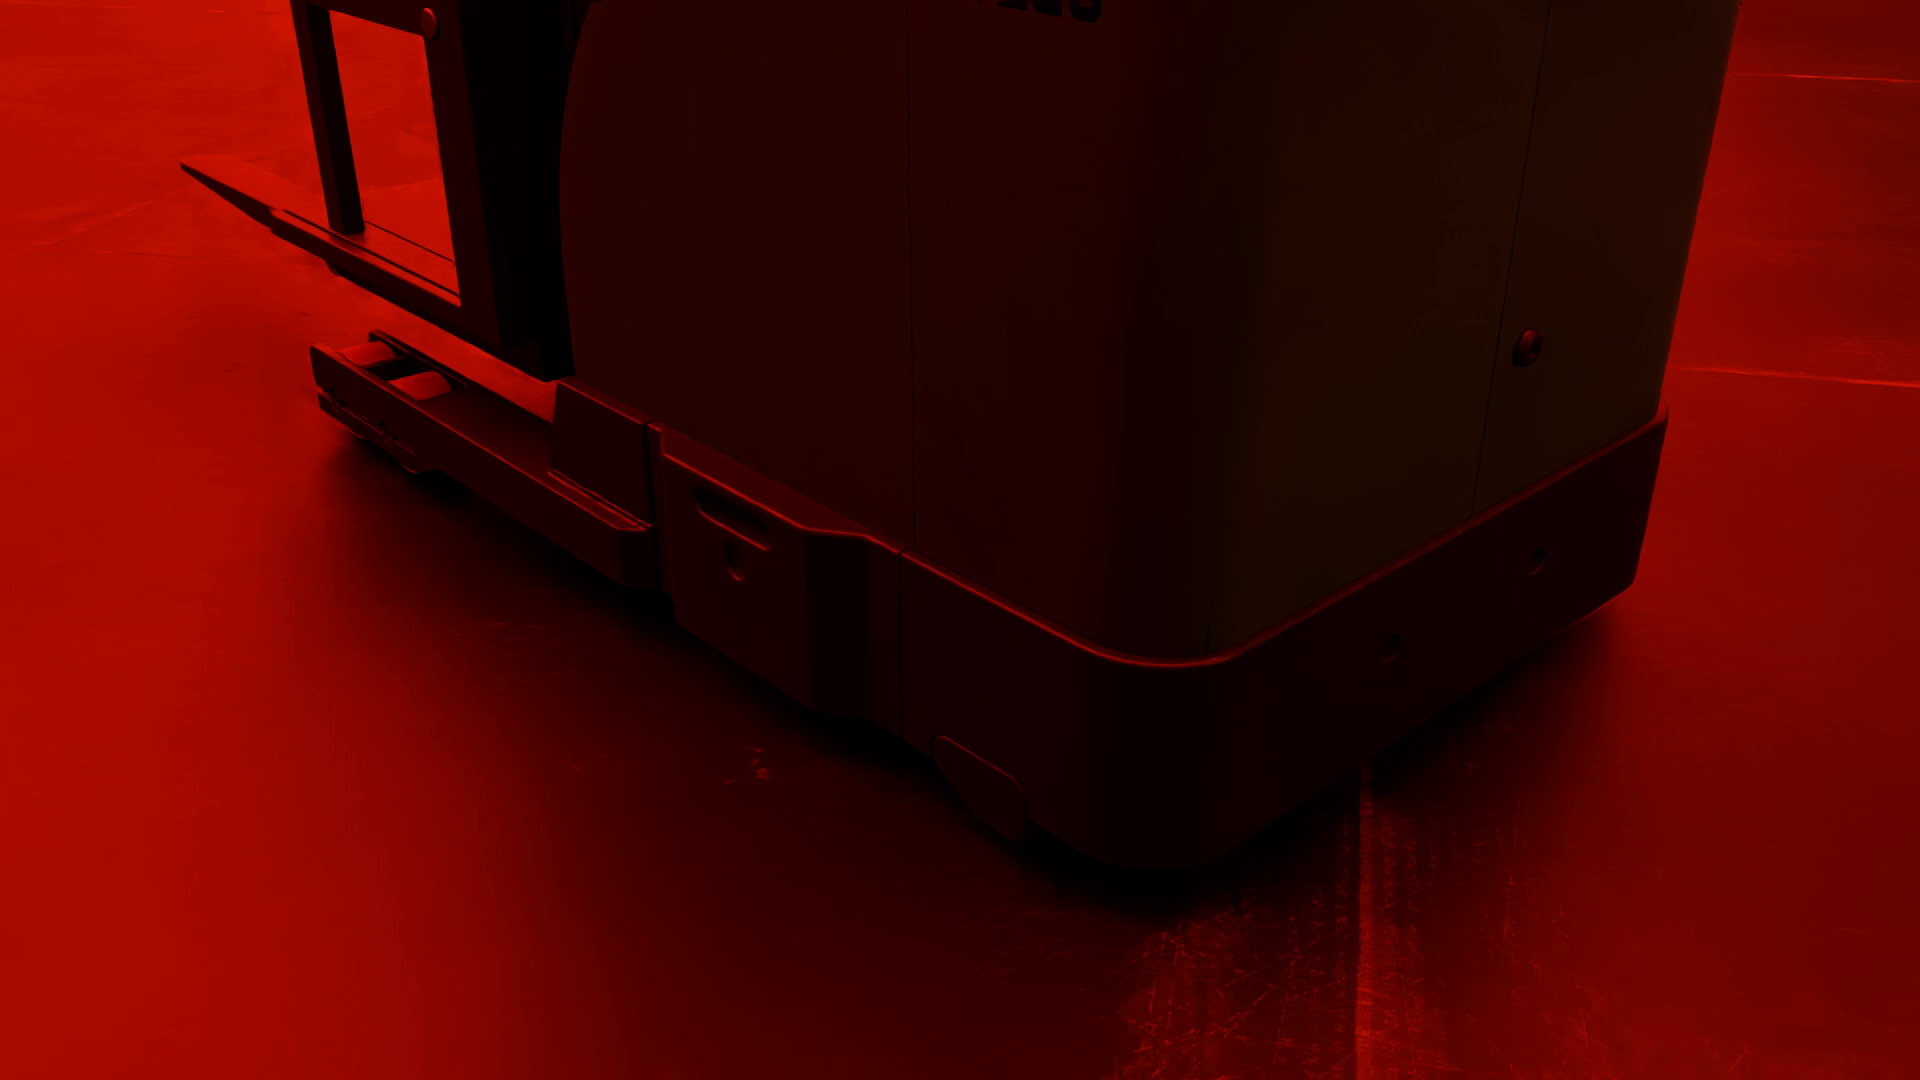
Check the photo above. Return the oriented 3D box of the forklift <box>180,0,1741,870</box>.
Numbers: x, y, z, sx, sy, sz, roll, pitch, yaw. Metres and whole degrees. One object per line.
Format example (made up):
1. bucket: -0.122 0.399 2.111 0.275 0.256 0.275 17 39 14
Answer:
1. forklift: -0.449 -1.552 2.322 1.130 2.935 3.031 -23 34 -37
